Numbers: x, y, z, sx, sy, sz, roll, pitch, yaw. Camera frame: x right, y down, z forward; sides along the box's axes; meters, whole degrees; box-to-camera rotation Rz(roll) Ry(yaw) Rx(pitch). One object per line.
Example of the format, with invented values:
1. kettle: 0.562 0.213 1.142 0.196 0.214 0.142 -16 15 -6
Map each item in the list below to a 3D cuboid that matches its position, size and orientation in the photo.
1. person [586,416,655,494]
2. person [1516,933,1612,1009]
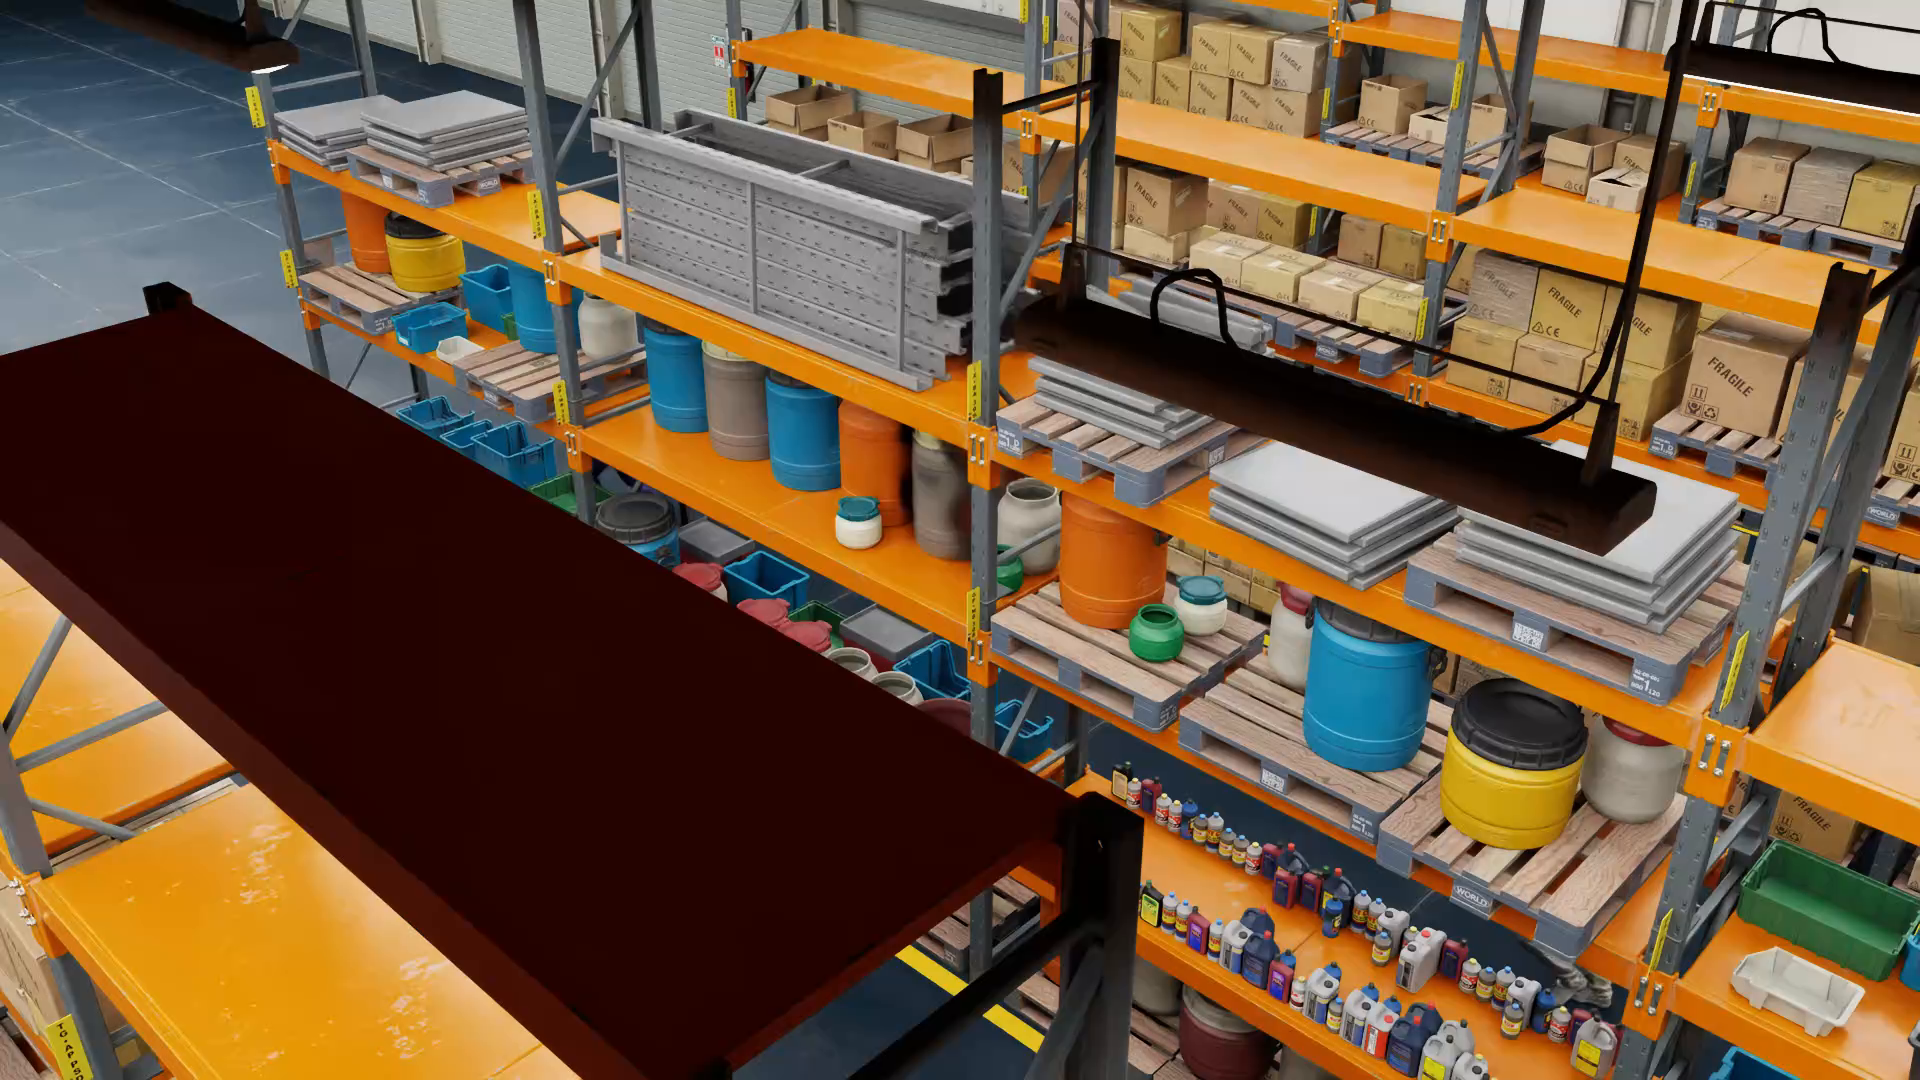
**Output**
1. person: -3.409 -0.915 16.222 0.936 1.634 0.613 10 31 16
2. person: 3.842 2.220 10.587 0.867 1.670 0.714 17 33 27
